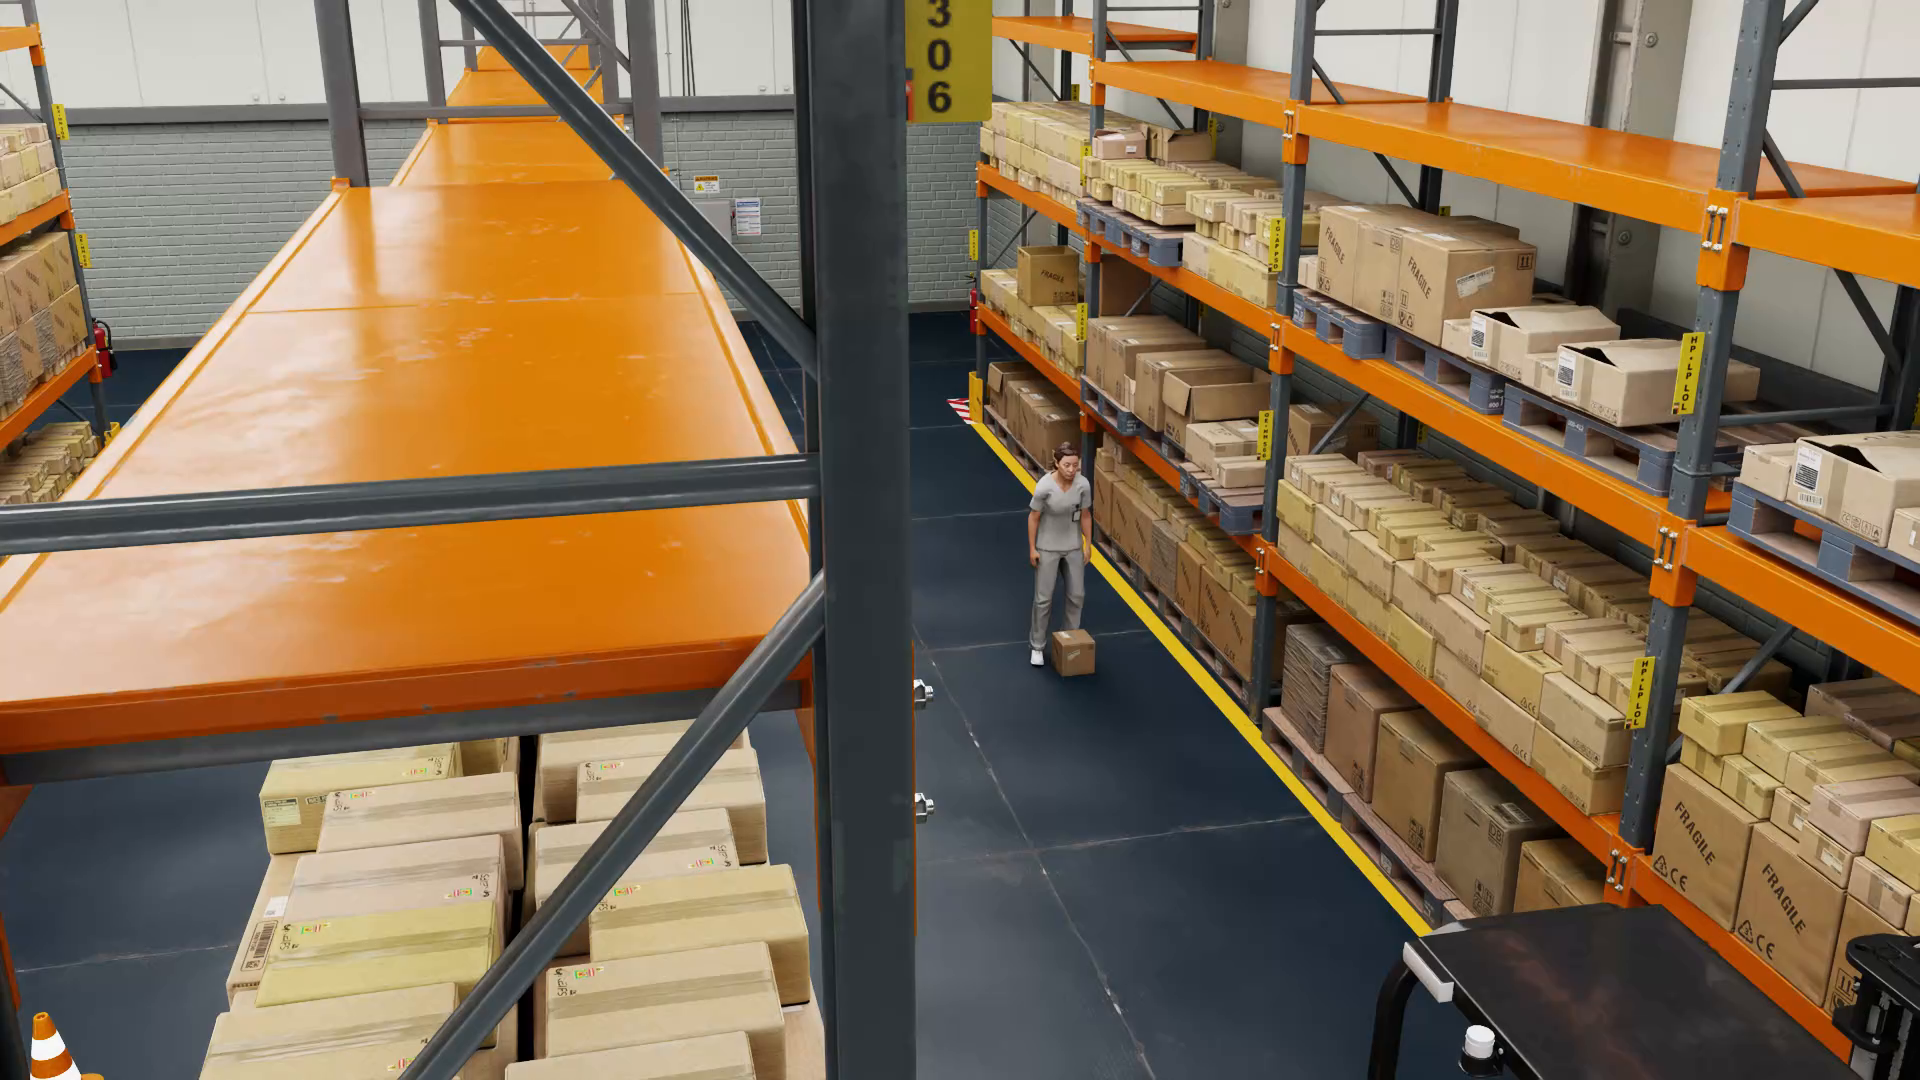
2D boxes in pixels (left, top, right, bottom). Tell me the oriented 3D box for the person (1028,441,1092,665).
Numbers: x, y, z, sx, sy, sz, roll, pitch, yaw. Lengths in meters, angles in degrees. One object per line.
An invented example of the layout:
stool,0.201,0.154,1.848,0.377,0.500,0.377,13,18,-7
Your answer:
person,0.735,0.077,12.140,0.486,1.672,0.363,-5,20,-13
